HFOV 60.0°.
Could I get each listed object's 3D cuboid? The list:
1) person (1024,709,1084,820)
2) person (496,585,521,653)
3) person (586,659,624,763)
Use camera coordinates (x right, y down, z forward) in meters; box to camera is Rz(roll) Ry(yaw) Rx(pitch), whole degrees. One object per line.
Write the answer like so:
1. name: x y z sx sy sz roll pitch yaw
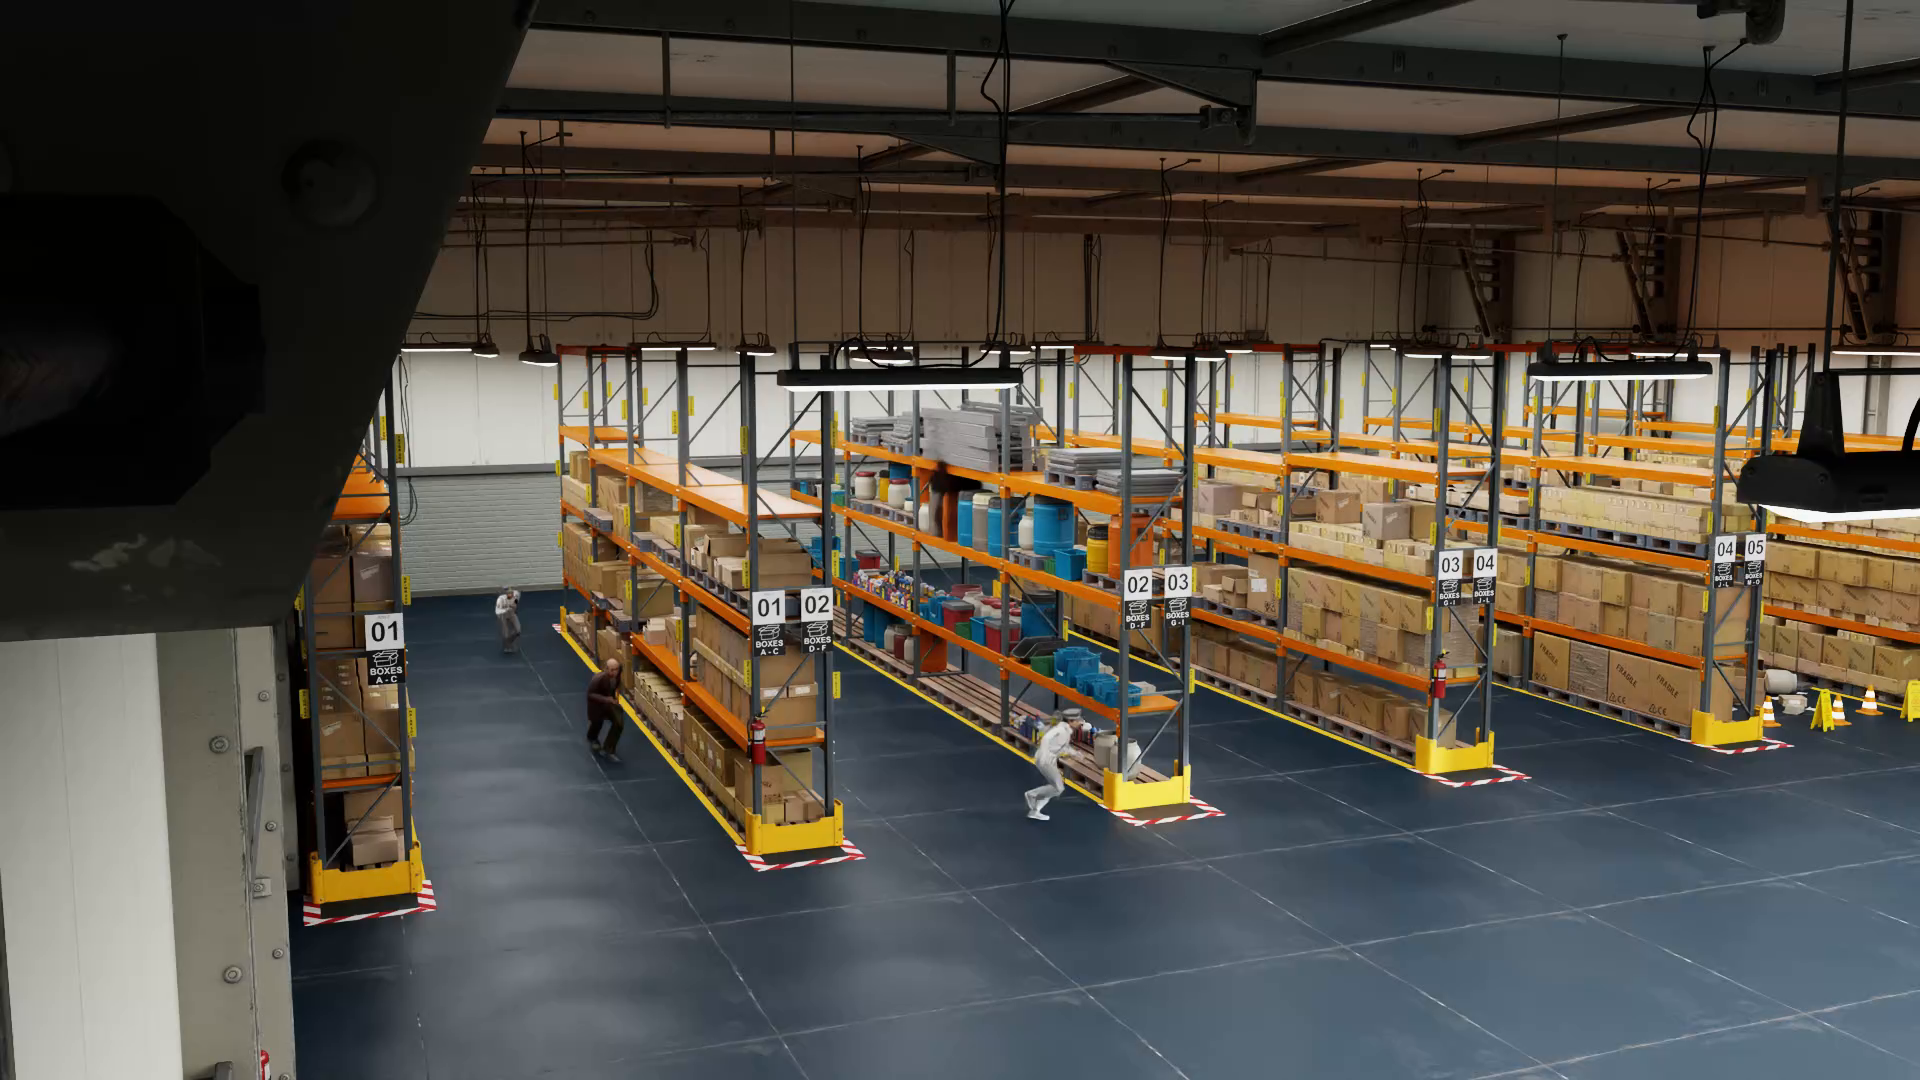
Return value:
1. person: 1.204 2.901 21.369 0.760 1.491 0.638 2 7 12
2. person: -8.775 1.527 32.329 0.618 1.414 0.963 -5 9 -35
3. person: -5.316 2.463 24.574 0.695 1.581 1.147 -6 9 -39
